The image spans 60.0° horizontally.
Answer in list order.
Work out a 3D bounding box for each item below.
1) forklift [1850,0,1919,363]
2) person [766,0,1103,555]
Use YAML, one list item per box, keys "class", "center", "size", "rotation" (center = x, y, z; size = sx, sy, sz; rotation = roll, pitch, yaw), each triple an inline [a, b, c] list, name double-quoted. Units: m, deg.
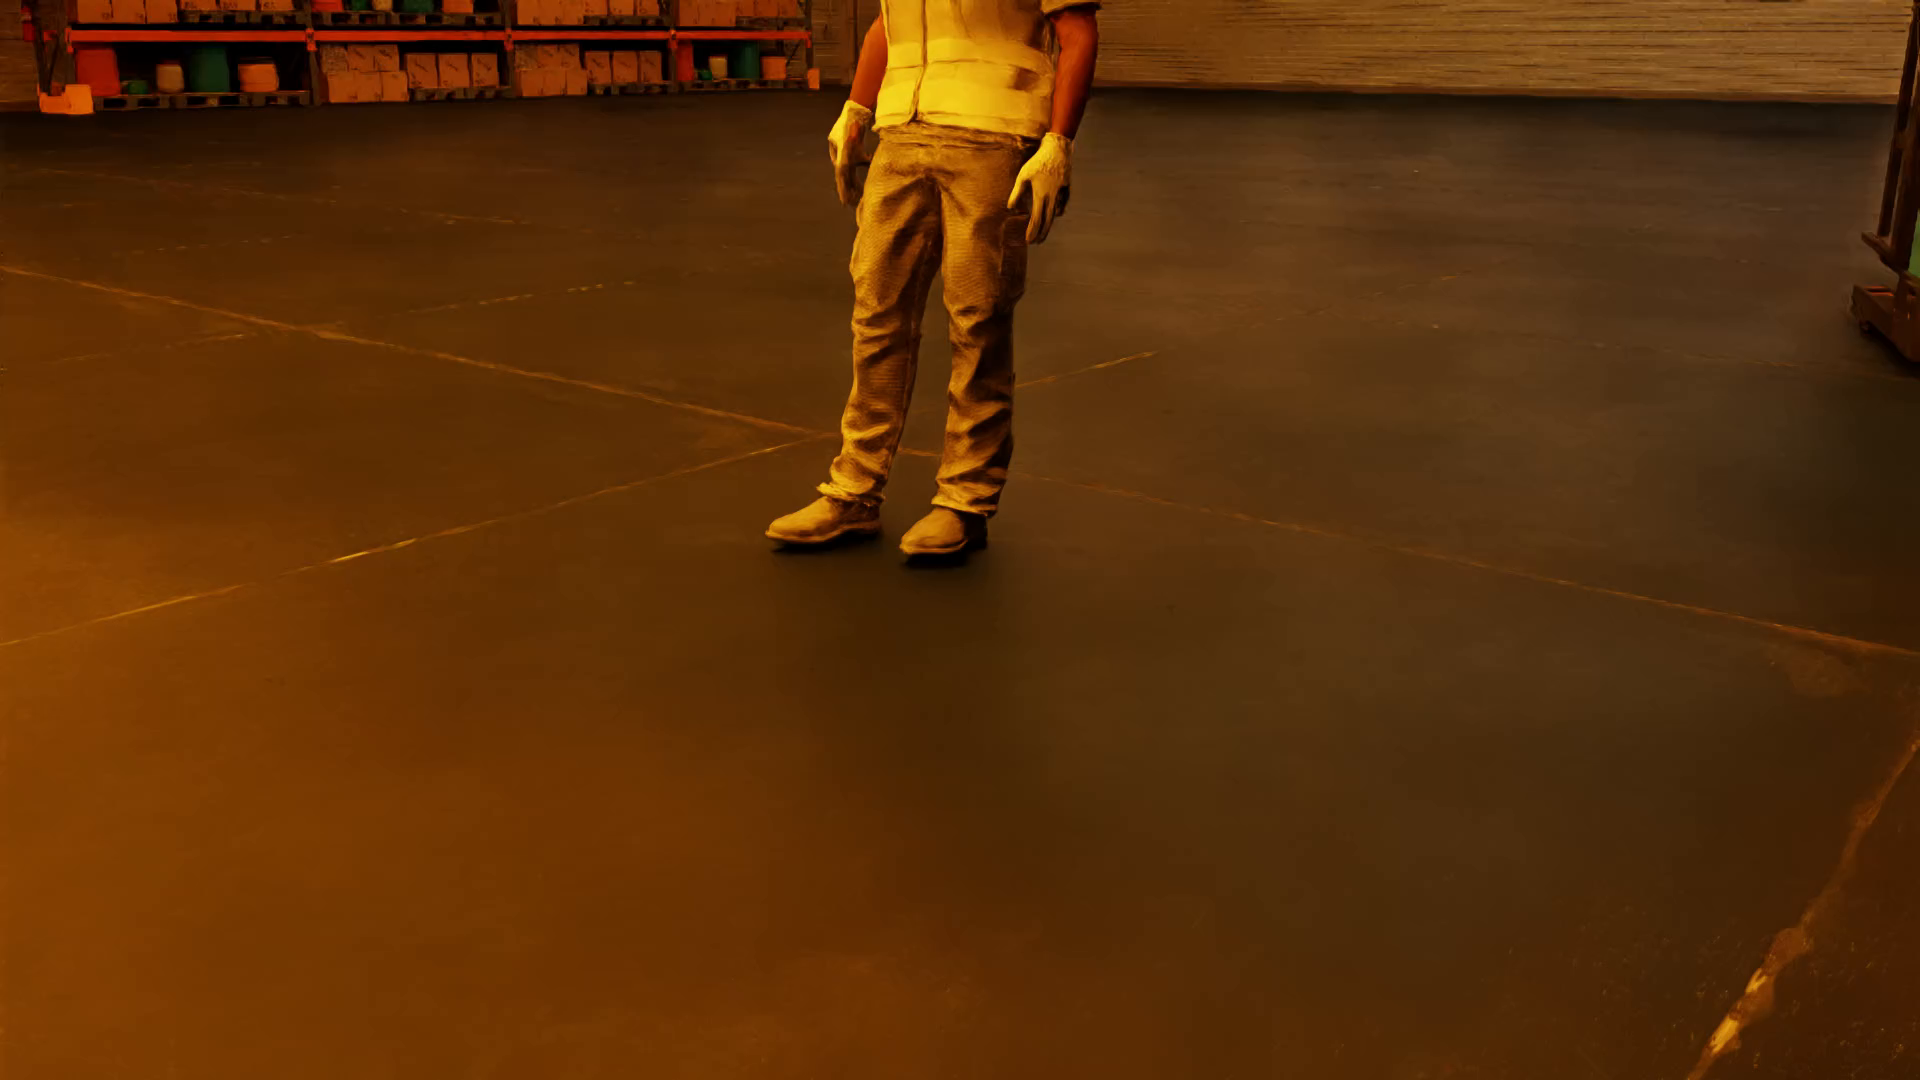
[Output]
- class: "forklift"
  center: [4.141, -2.175, 6.060]
  size: [1.130, 2.935, 3.031]
  rotation: [6, 18, 19]
- class: "person"
  center: [-0.052, -0.845, 3.633]
  size: [0.655, 1.782, 0.576]
  rotation: [13, 21, 37]
